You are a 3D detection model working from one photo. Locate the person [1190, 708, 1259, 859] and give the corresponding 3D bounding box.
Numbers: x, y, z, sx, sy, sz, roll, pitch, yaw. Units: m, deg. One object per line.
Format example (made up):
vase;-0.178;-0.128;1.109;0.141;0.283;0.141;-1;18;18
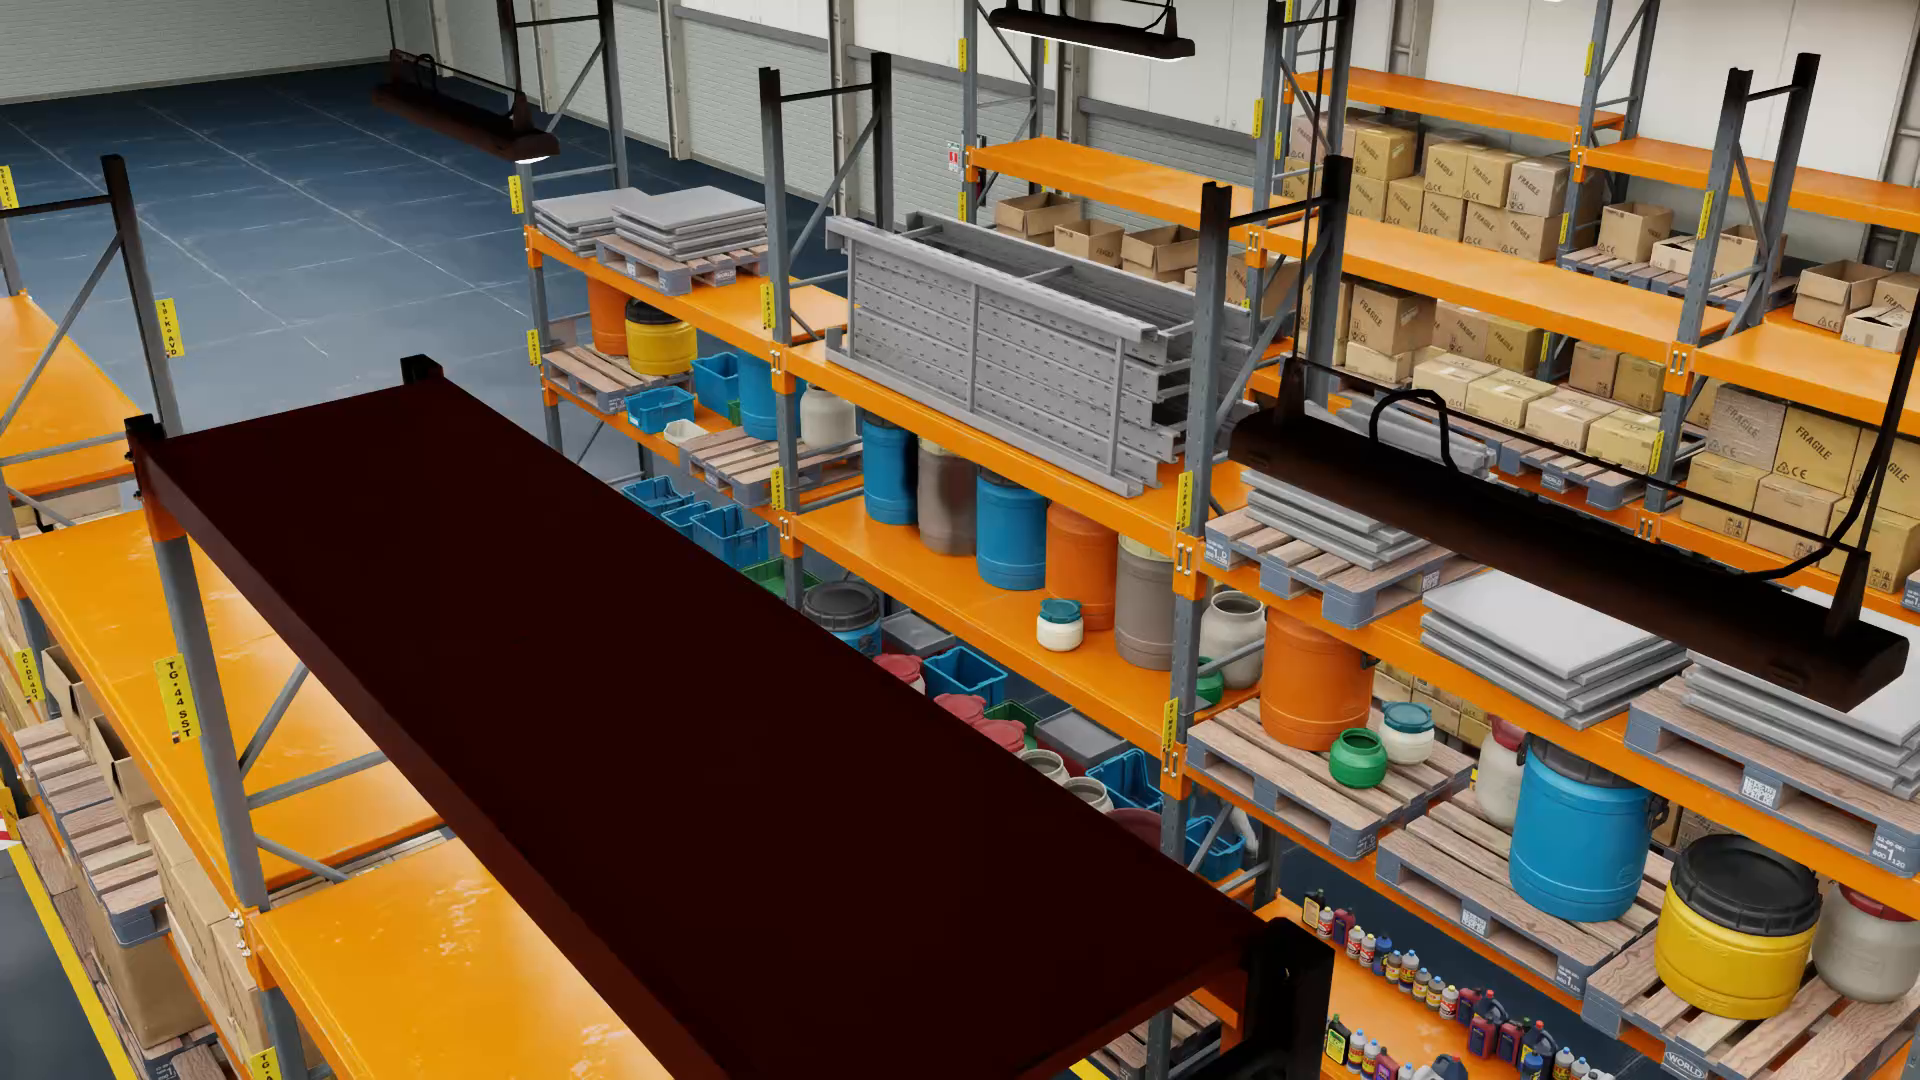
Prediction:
person;1.974;1.716;12.847;0.498;1.609;0.929;-16;30;-30
